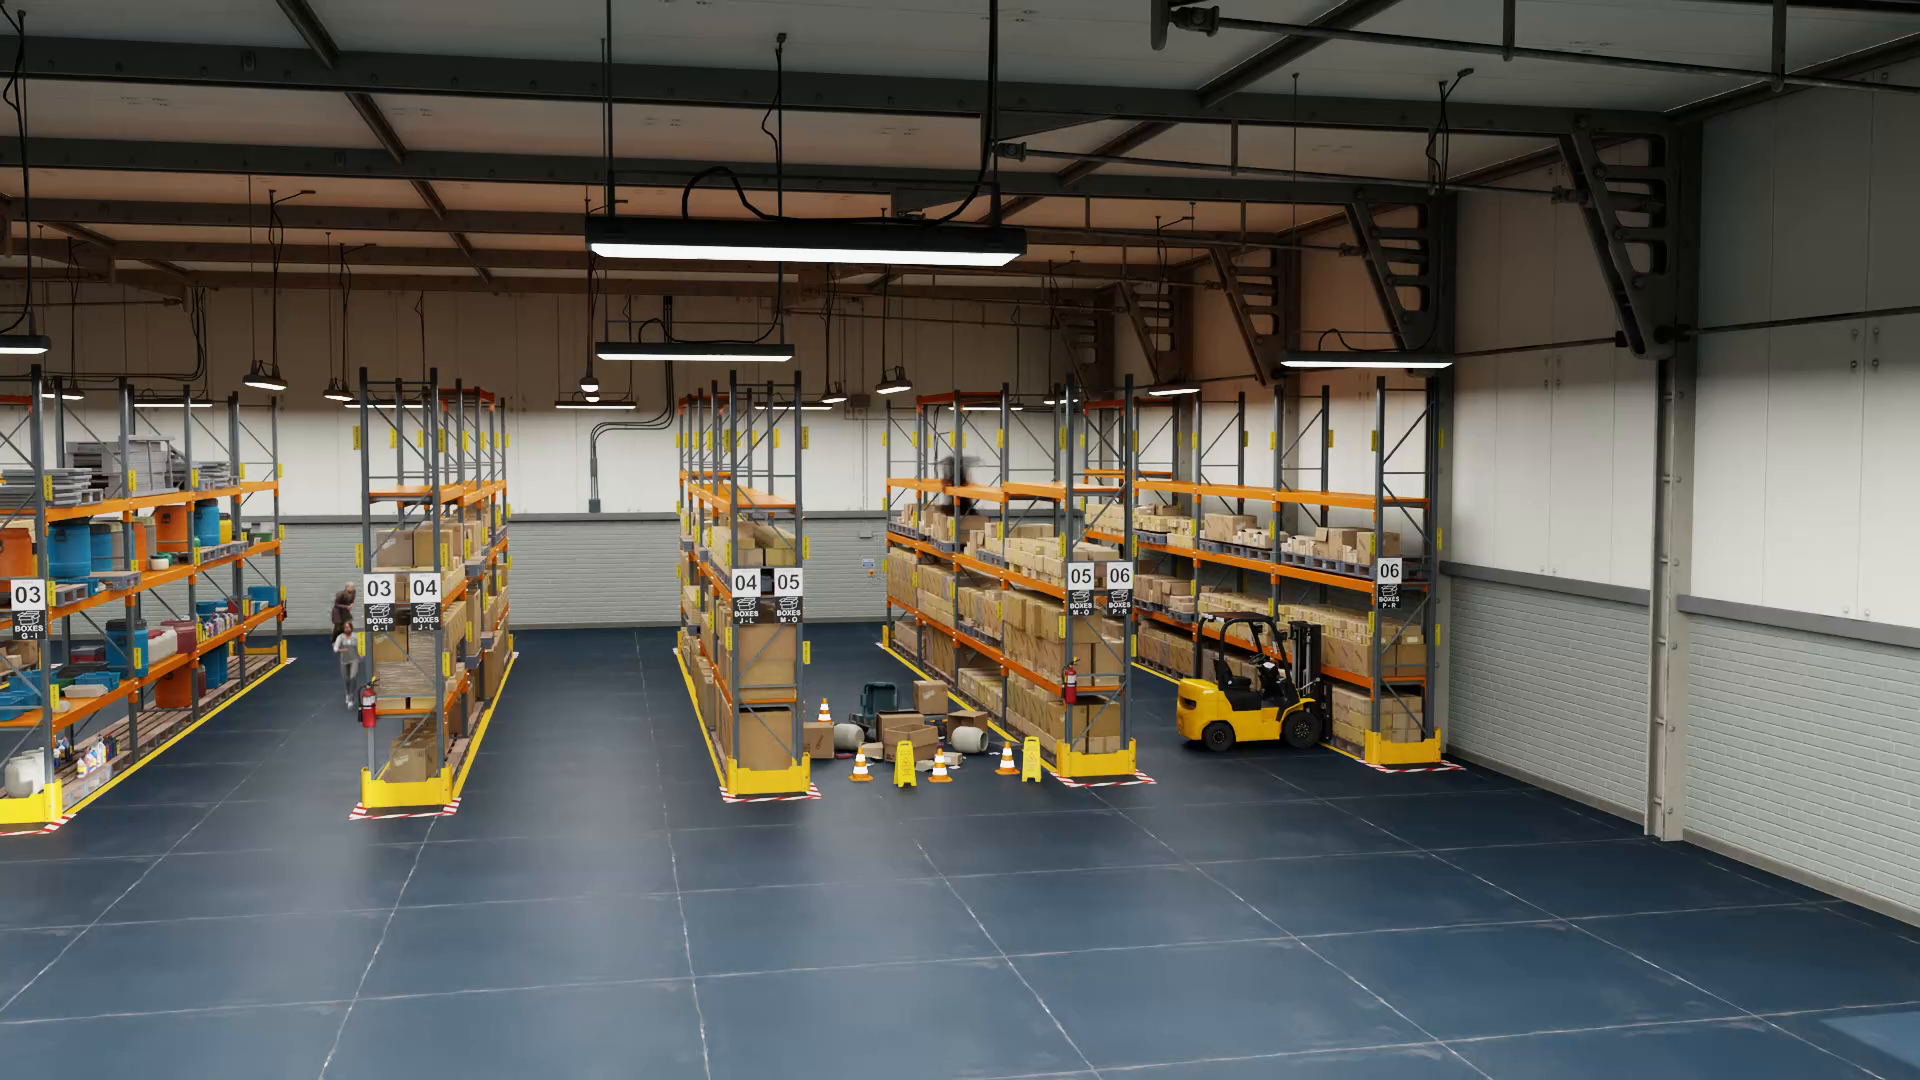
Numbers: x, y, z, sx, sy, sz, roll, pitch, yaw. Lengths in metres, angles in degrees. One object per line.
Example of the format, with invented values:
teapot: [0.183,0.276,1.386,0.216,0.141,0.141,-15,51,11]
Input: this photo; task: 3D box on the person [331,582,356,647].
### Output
person: [-14.888,1.797,40.272,0.923,1.602,0.733,2,4,28]

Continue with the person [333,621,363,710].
person: [-11.474,2.326,31.218,0.498,1.626,0.824,-1,3,-13]
